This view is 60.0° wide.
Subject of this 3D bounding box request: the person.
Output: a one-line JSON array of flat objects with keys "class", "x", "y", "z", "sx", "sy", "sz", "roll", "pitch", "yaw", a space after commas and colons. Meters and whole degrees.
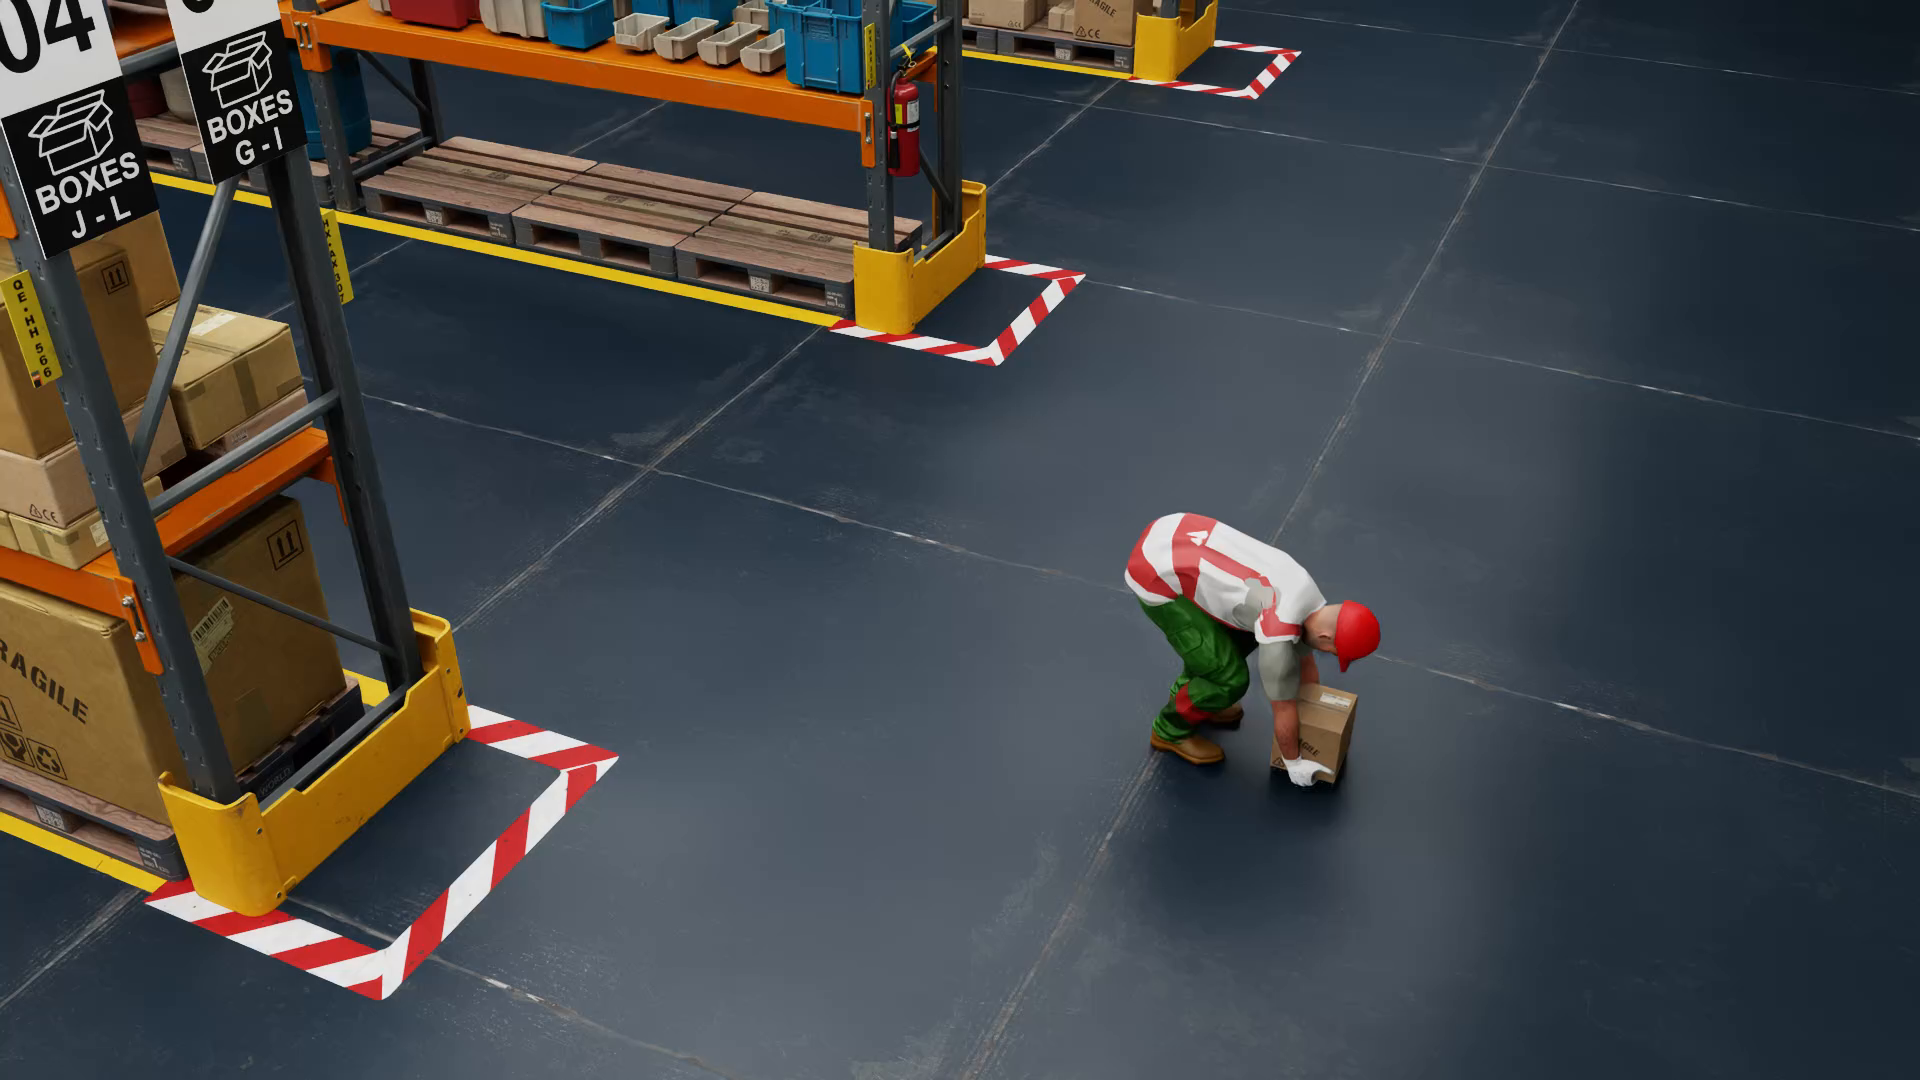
[{"class": "person", "x": 1.085, "y": 0.395, "z": 6.272, "sx": 0.949, "sy": 0.956, "sz": 0.534, "roll": 13, "pitch": 35, "yaw": 18}]
